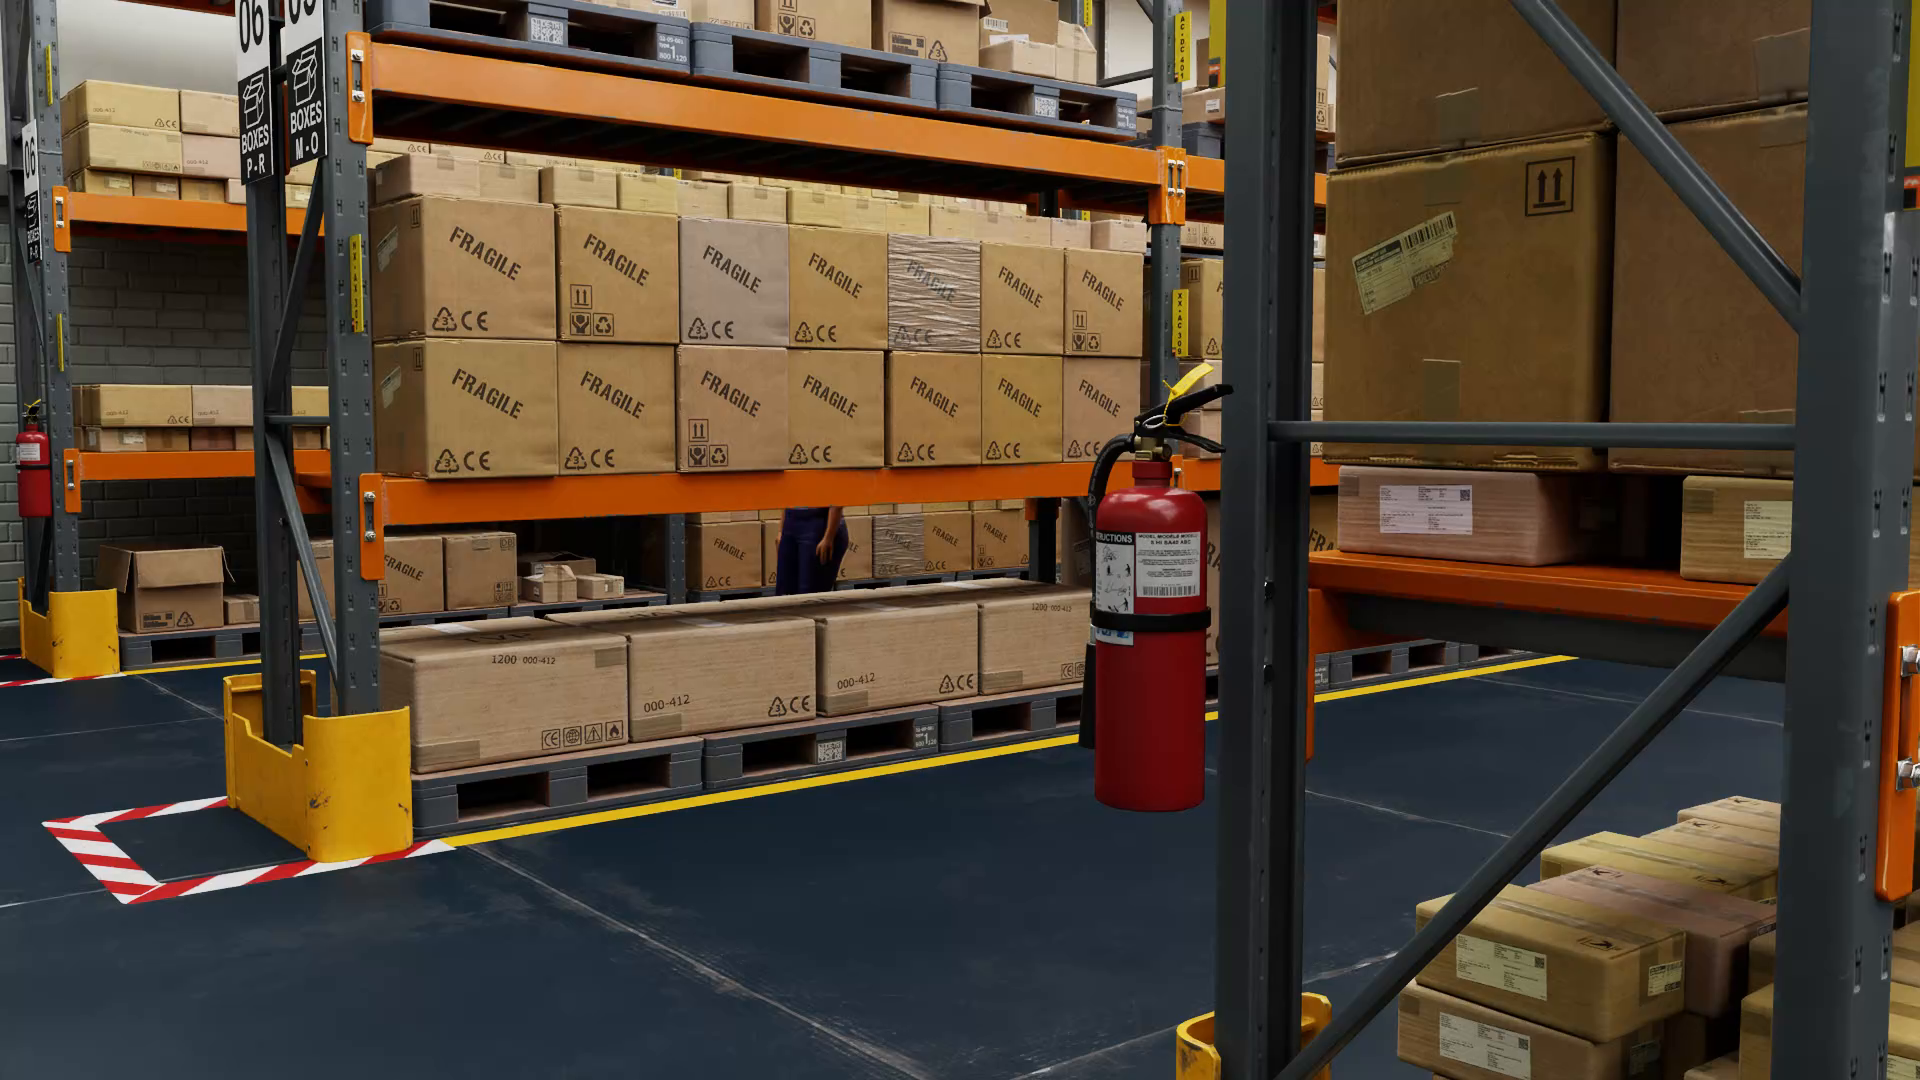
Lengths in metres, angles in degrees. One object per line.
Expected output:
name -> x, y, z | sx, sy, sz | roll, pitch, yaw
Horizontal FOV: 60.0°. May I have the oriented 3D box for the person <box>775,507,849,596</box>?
person -> -0.872, -0.006, 9.377 | 0.414, 1.652, 0.543 | -4, 6, -39
